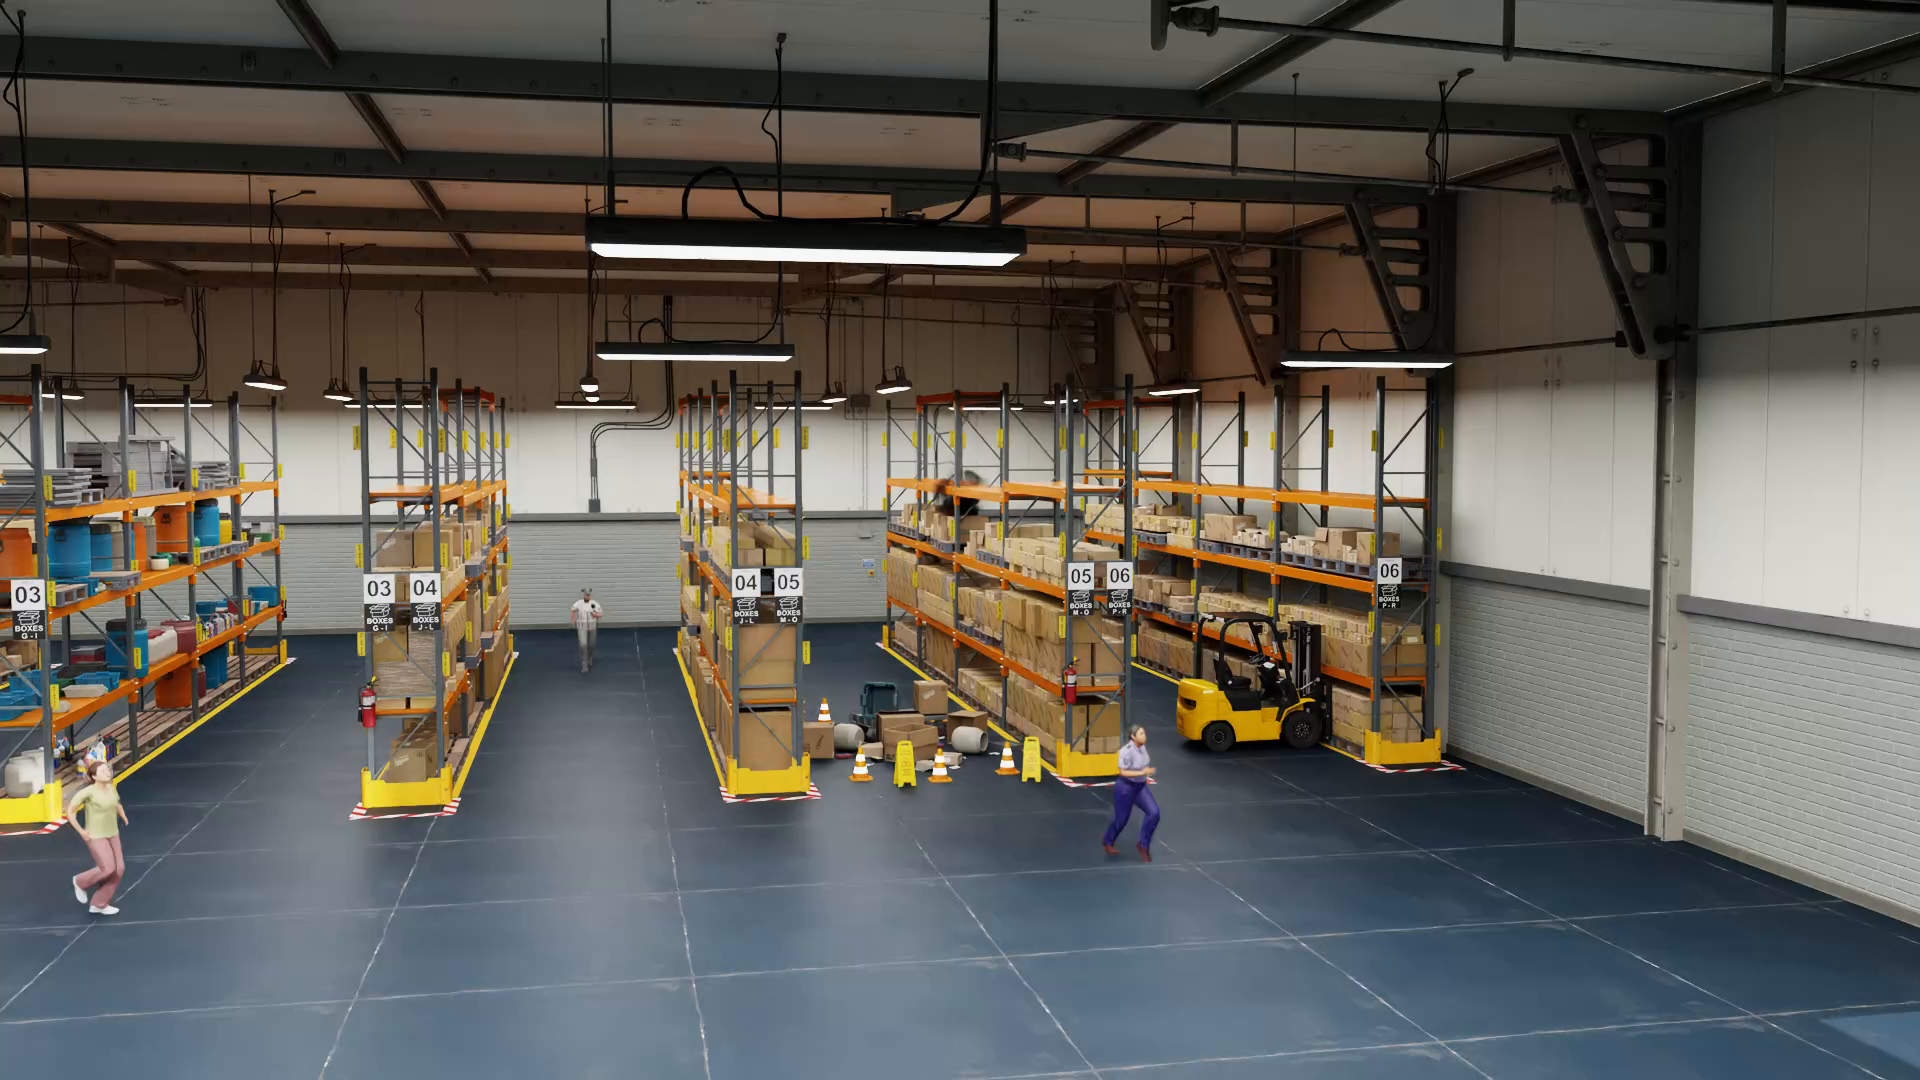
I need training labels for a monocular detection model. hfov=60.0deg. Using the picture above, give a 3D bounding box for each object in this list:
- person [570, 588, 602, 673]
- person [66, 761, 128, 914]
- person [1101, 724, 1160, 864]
[{"bbox_3d":[-8.141,1.943,36.308,0.647,1.818,0.899,-1,4,-23],"label":"person"},{"bbox_3d":[-9.080,3.144,17.578,0.547,1.623,0.627,1,4,20],"label":"person"},{"bbox_3d":[2.023,3.012,19.817,0.819,1.675,0.627,3,5,43],"label":"person"}]
